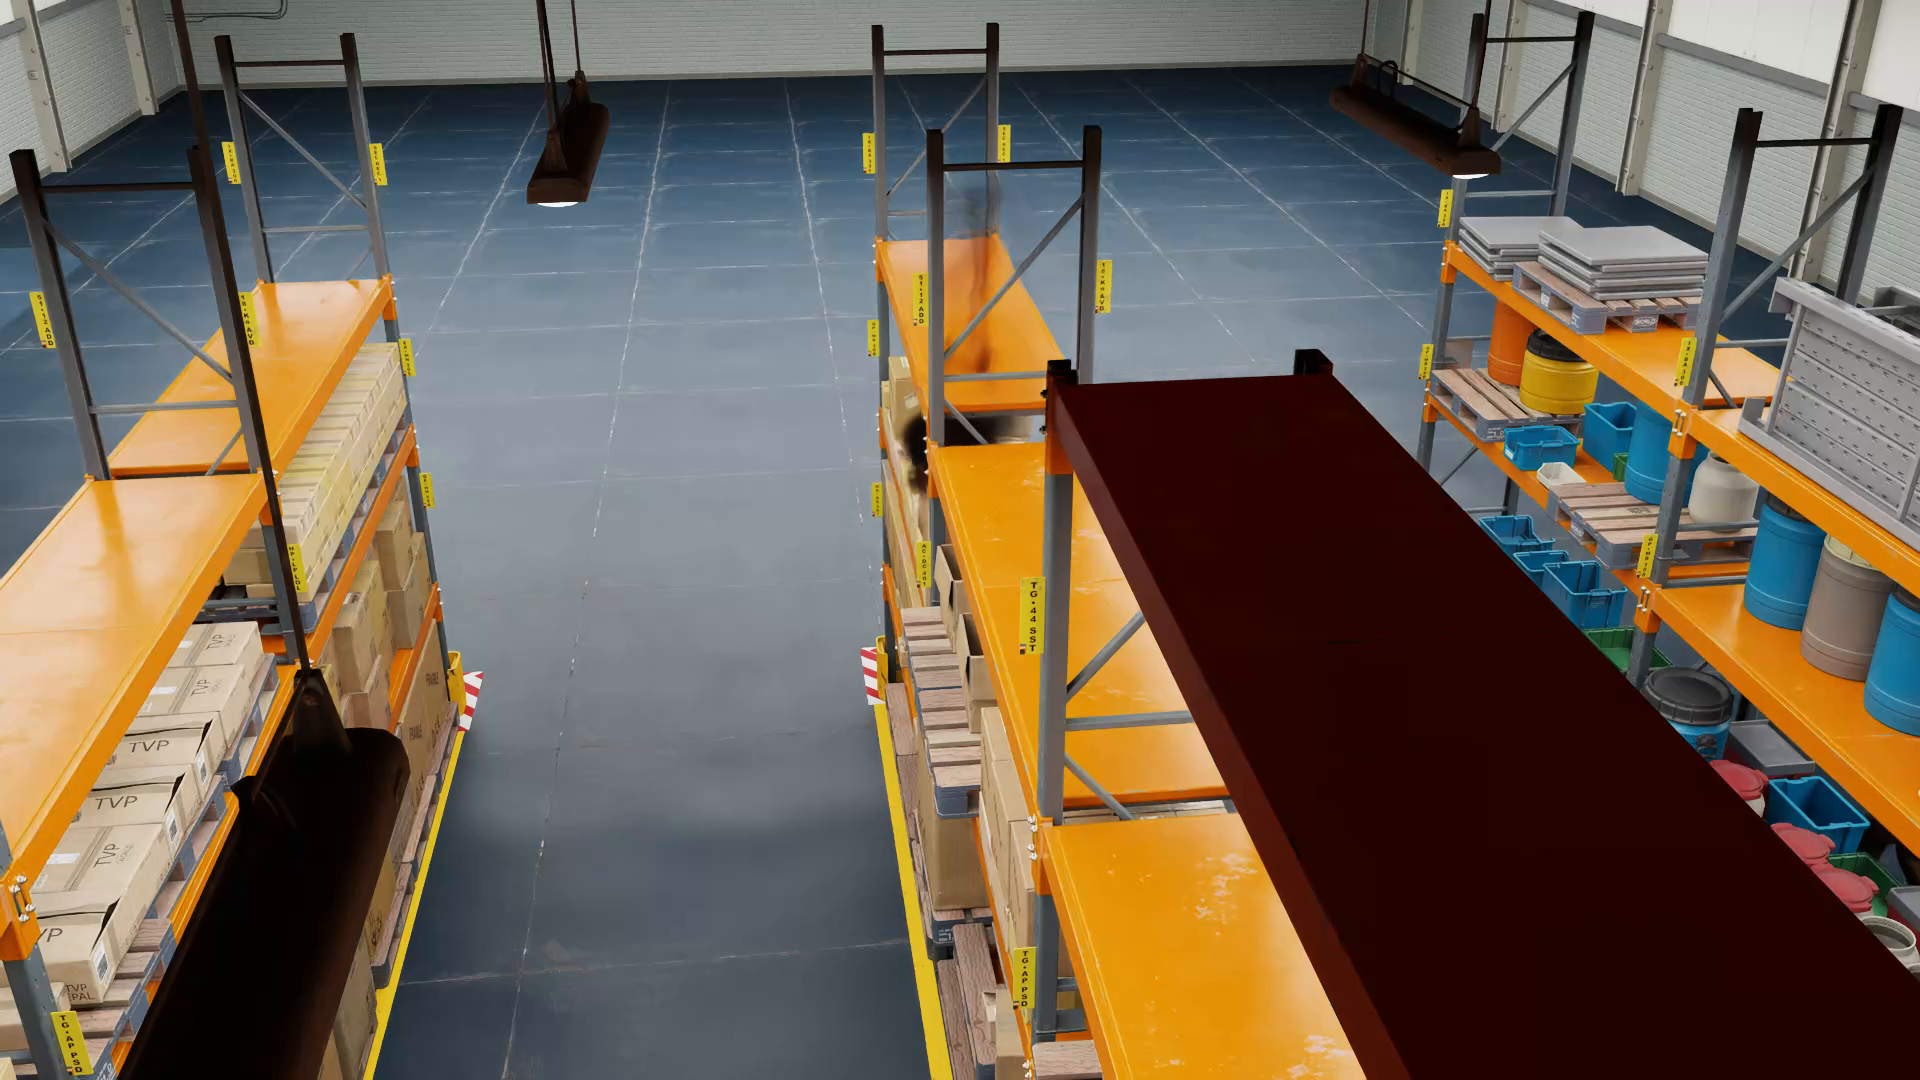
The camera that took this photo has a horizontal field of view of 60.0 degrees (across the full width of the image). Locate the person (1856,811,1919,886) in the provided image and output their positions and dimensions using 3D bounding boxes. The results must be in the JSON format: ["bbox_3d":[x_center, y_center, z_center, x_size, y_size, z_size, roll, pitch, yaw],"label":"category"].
[{"bbox_3d":[6.962,1.985,12.208,0.709,1.771,1.034,-6,26,-13],"label":"person"}]
